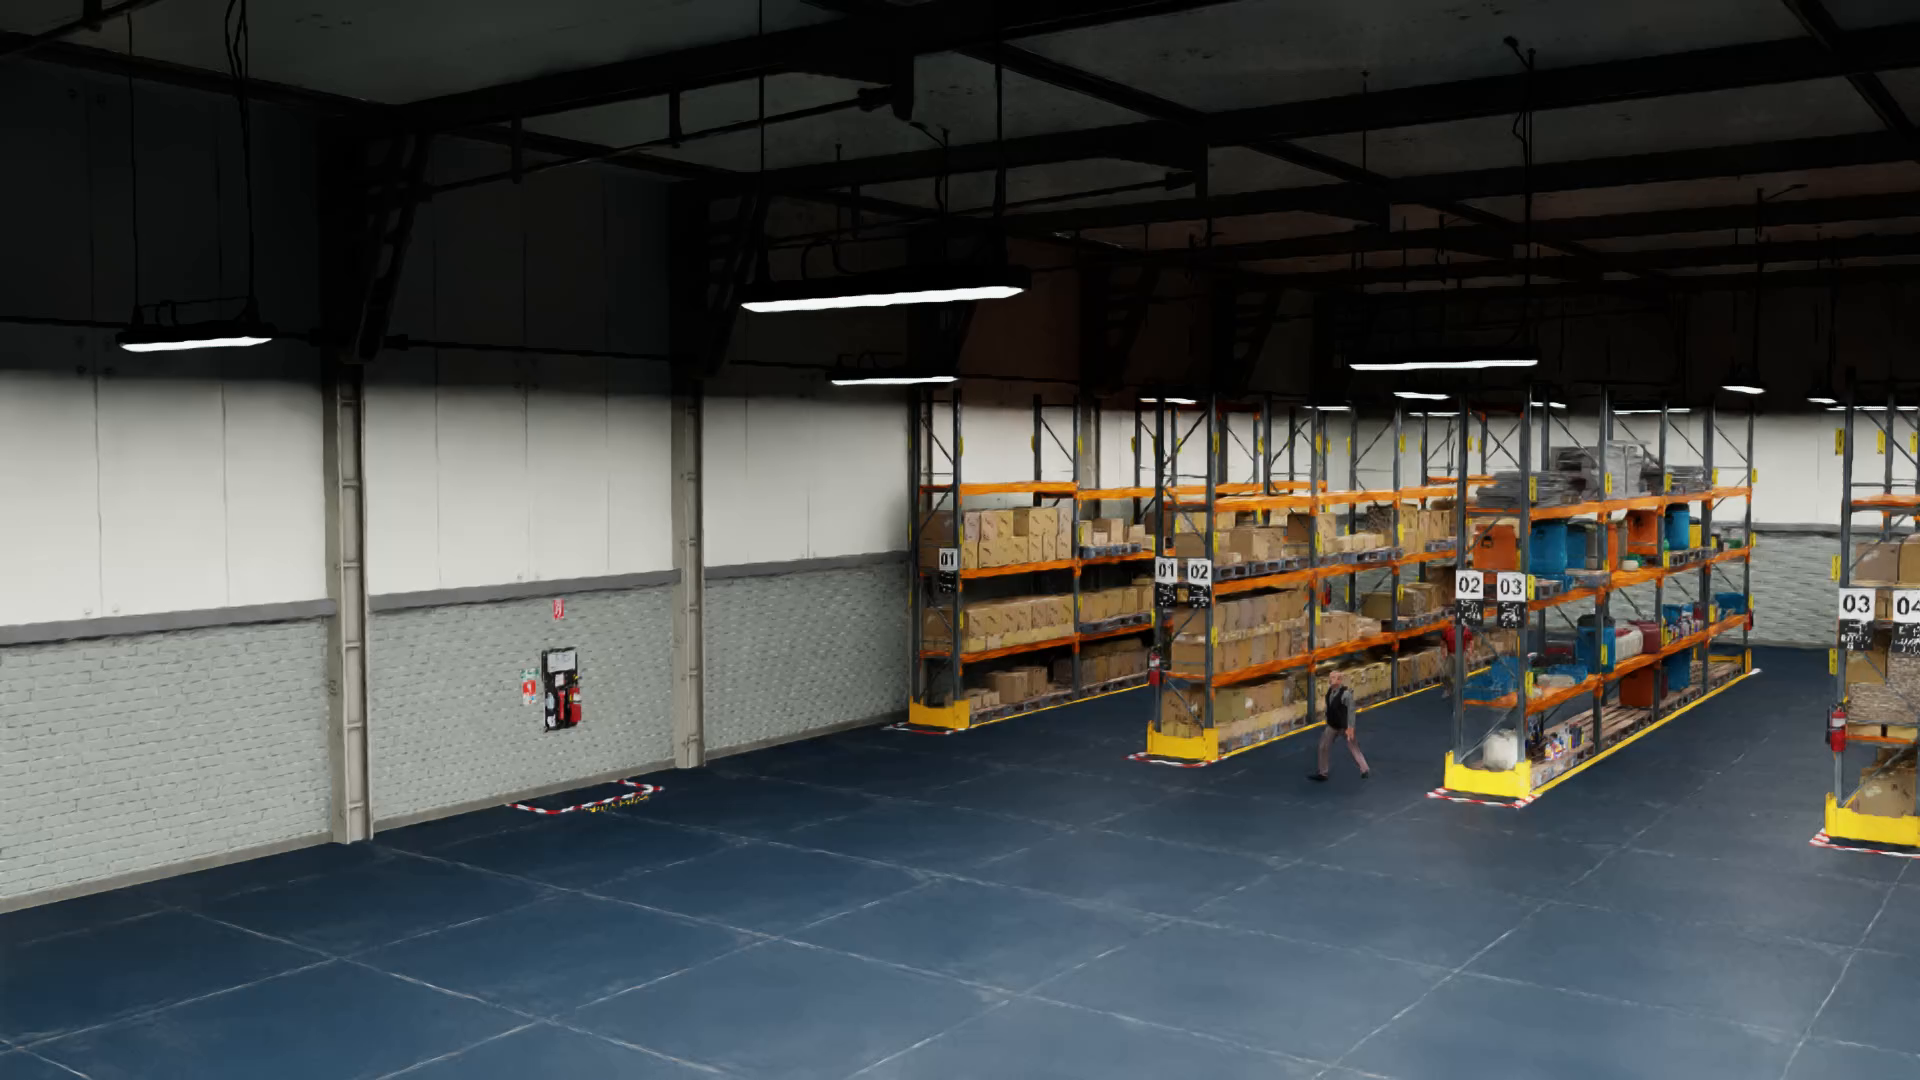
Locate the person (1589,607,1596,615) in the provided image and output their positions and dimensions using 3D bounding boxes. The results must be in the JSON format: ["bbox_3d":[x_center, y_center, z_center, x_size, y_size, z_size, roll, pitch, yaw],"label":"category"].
[{"bbox_3d":[13.351,2.206,34.992,0.481,1.578,1.093,2,4,33],"label":"person"}]

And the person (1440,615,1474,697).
[{"bbox_3d":[9.797,2.301,32.807,0.682,1.675,0.535,2,4,34],"label":"person"}]

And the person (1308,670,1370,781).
[{"bbox_3d":[5.677,2.767,24.752,0.960,1.666,0.574,-2,4,-33],"label":"person"}]
